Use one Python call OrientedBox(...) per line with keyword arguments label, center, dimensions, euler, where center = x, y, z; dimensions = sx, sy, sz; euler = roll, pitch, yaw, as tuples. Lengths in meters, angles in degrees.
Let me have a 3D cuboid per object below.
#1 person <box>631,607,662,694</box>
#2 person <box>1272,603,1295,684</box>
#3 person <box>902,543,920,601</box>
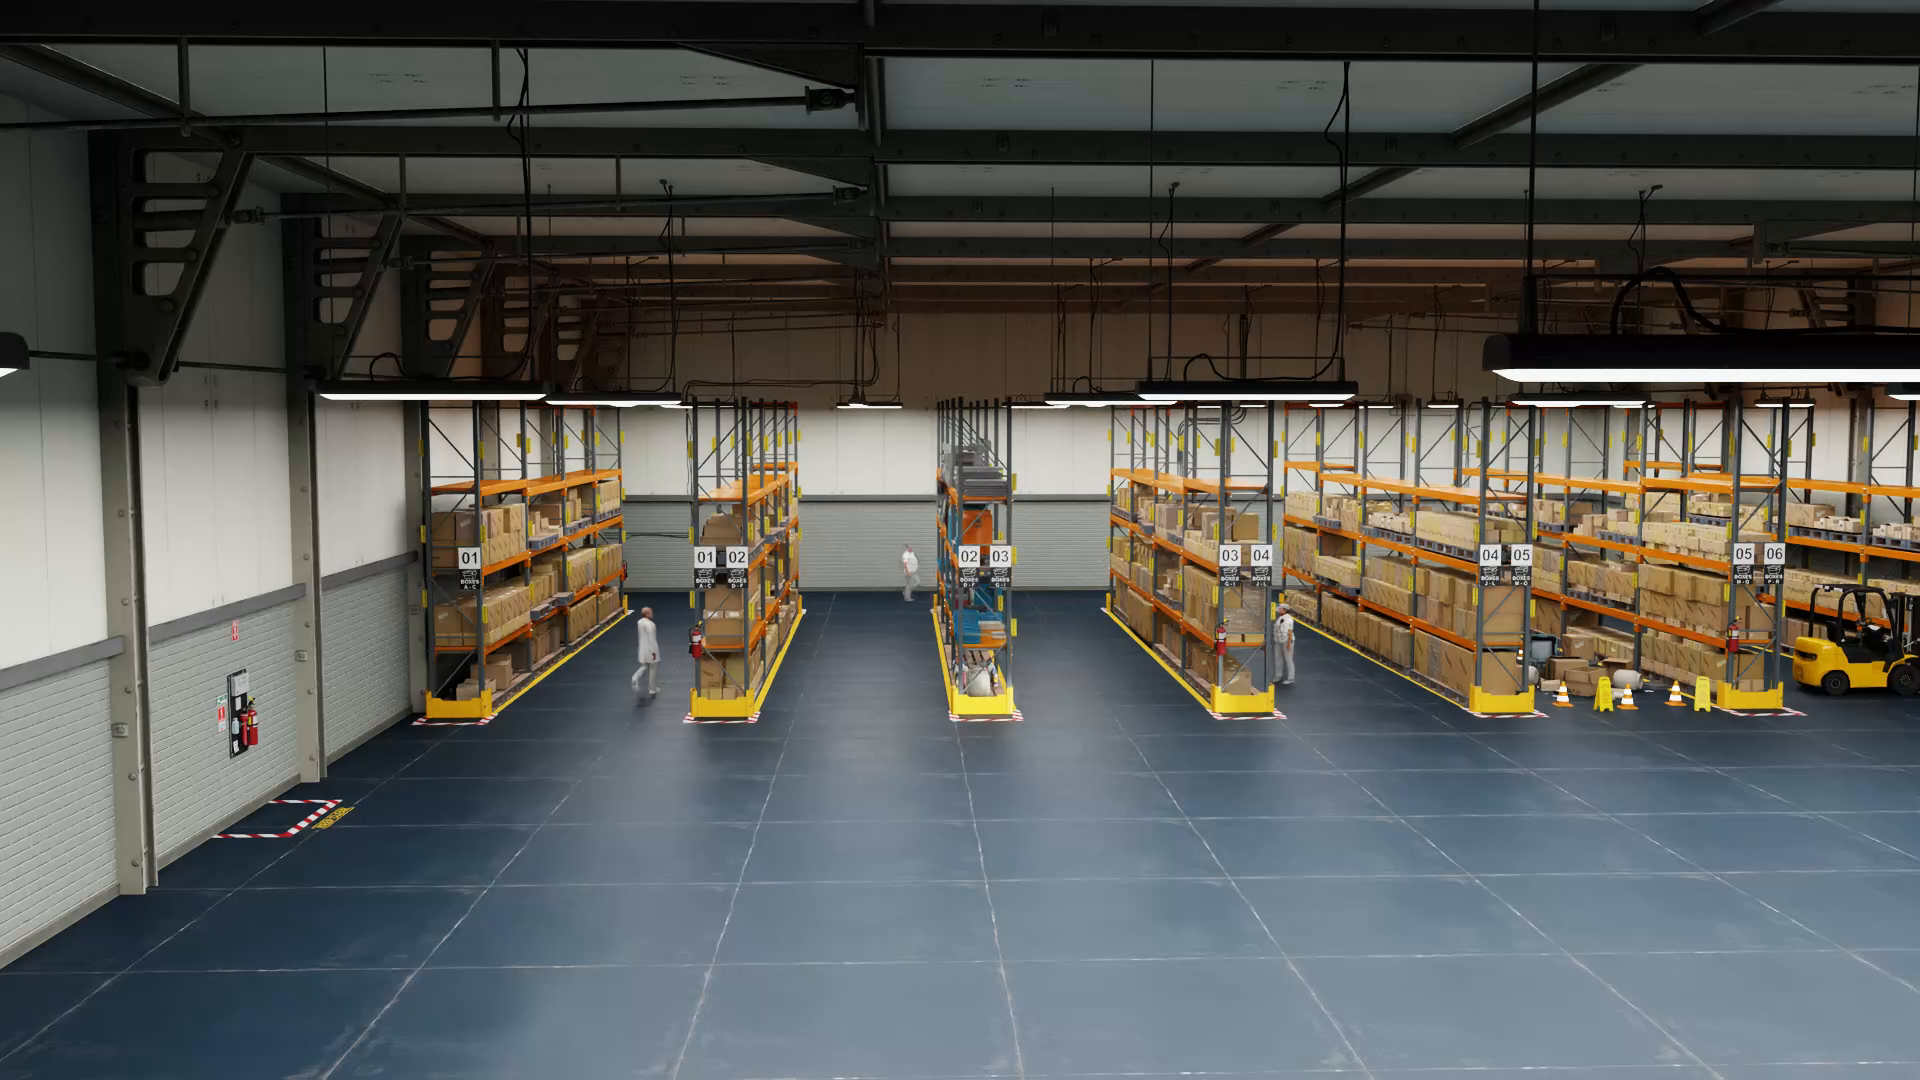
OrientedBox(label="person", center=(-6.346, 2.235, 33.585), dimensions=(0.551, 1.764, 0.778), euler=(3, 5, 31))
OrientedBox(label="person", center=(6.832, 2.172, 35.126), dimensions=(0.436, 1.671, 0.530), euler=(-3, 5, -33))
OrientedBox(label="person", center=(-1.467, 0.959, 50.052), dimensions=(0.494, 1.745, 0.562), euler=(1, 4, 9))
